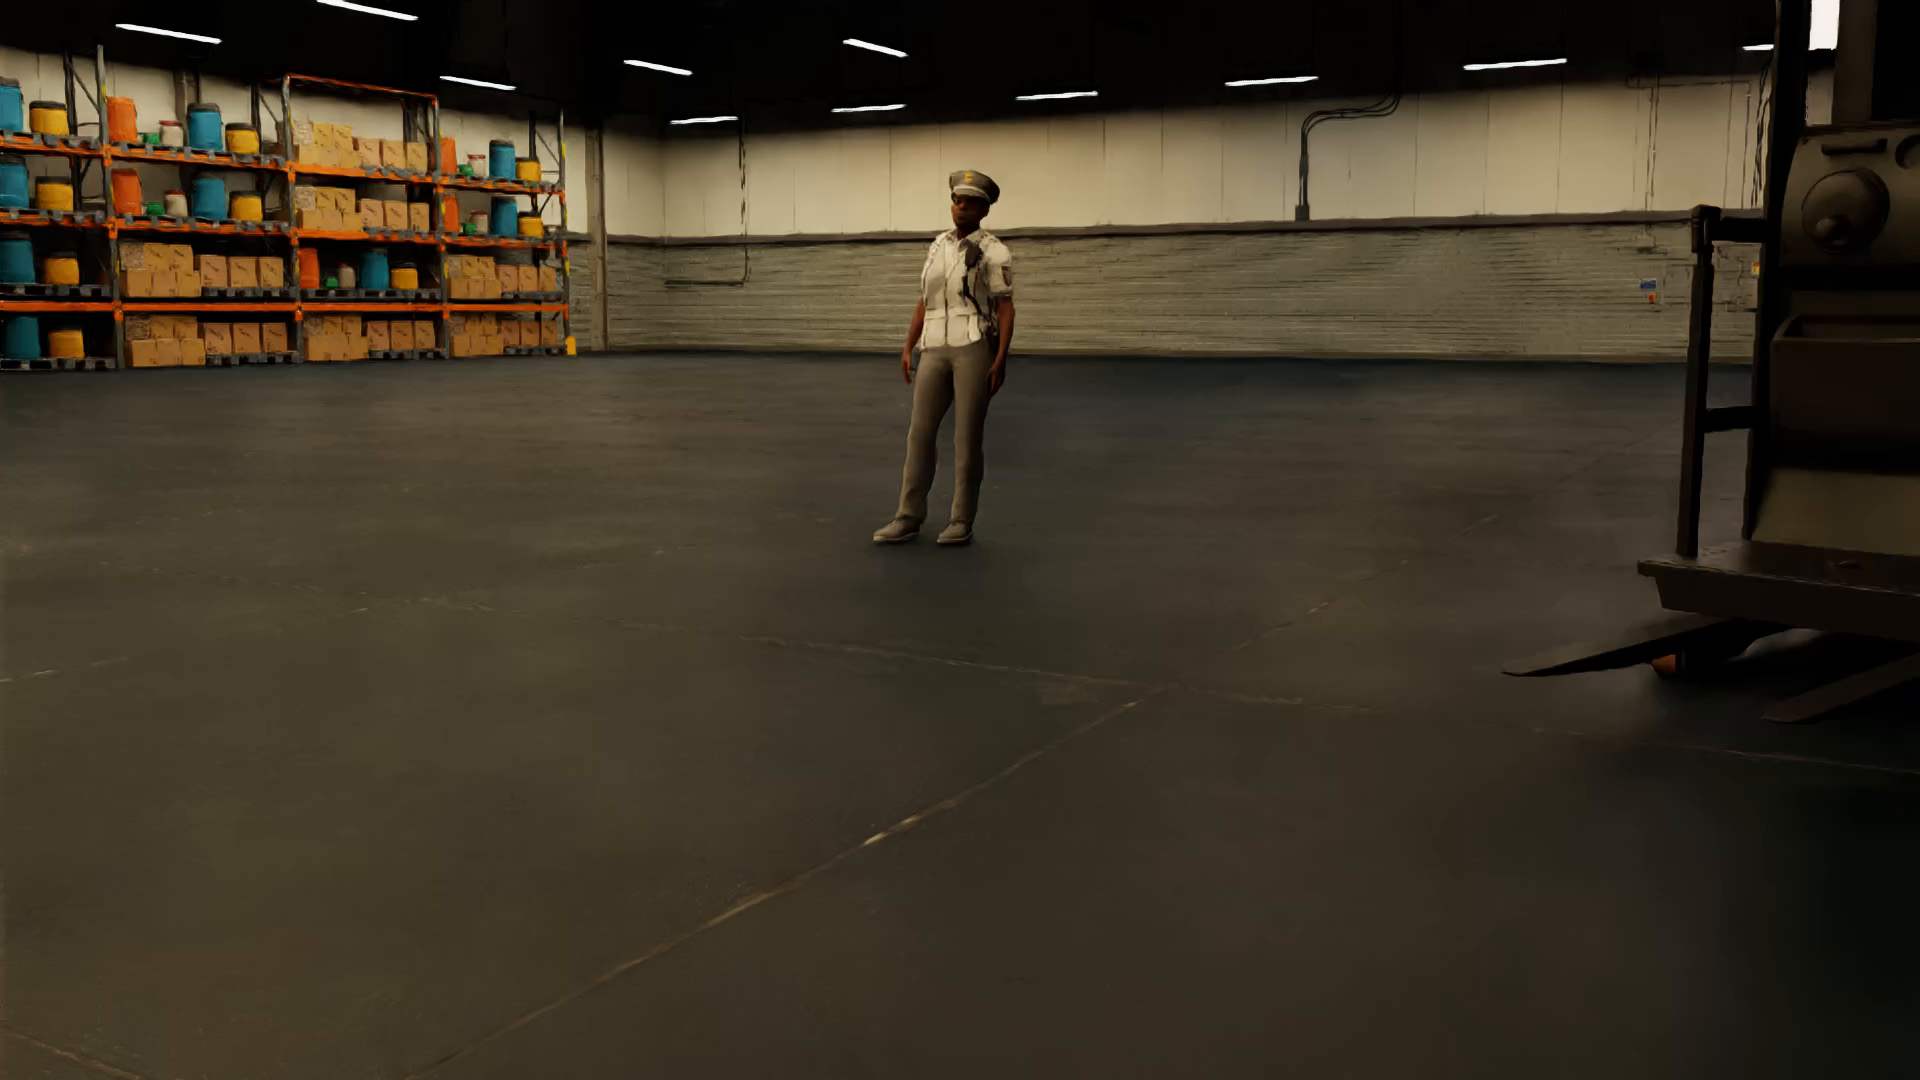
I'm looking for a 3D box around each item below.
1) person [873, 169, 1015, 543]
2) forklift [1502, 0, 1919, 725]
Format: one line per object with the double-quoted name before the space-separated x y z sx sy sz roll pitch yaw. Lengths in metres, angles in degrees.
"person" -0.053 -0.840 7.641 0.570 1.695 0.529 4 9 29
"forklift" 2.644 -1.023 4.508 3.031 2.935 1.130 -7 10 -41
